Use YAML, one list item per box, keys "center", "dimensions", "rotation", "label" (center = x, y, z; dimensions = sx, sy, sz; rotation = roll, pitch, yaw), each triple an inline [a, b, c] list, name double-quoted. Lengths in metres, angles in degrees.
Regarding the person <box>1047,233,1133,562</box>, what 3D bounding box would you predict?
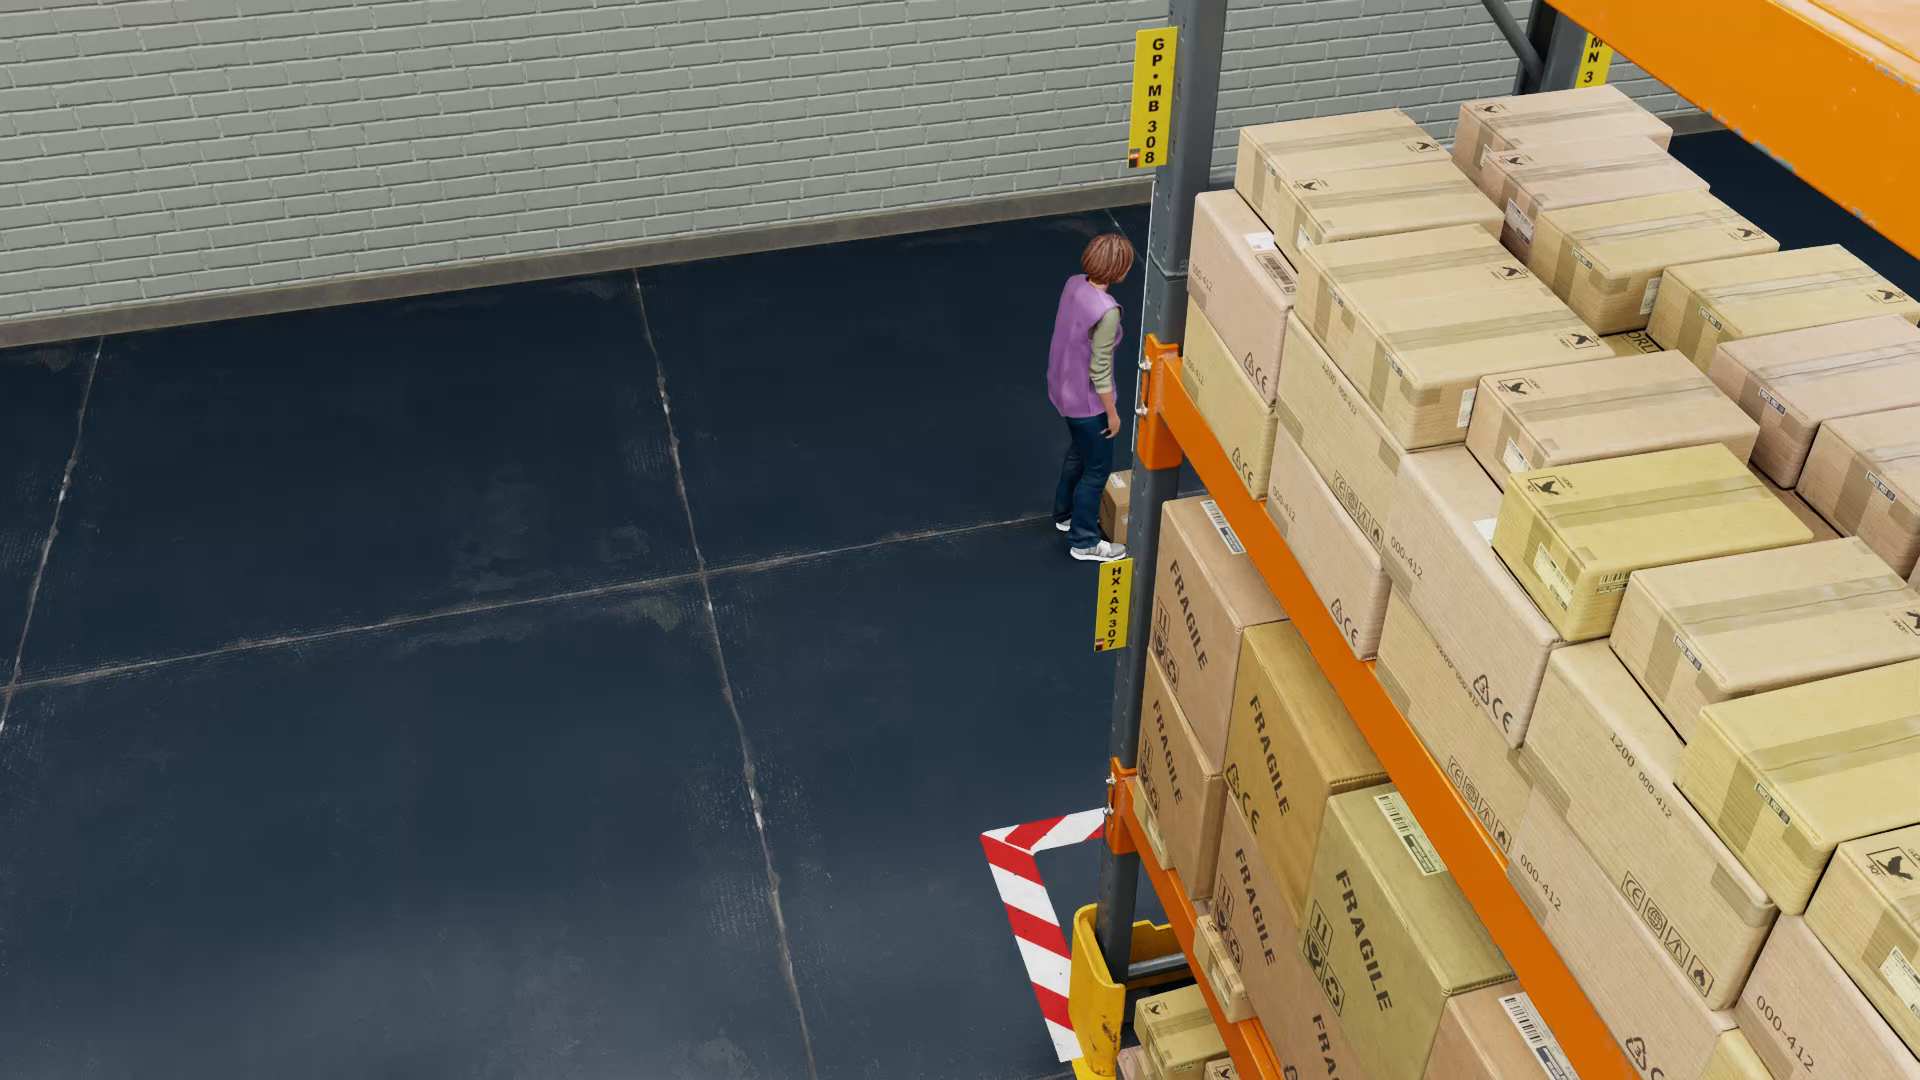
- center: [0.583, -0.639, 7.527]
  dimensions: [0.345, 1.582, 0.485]
  rotation: [-12, 40, -14]
  label: "person"
